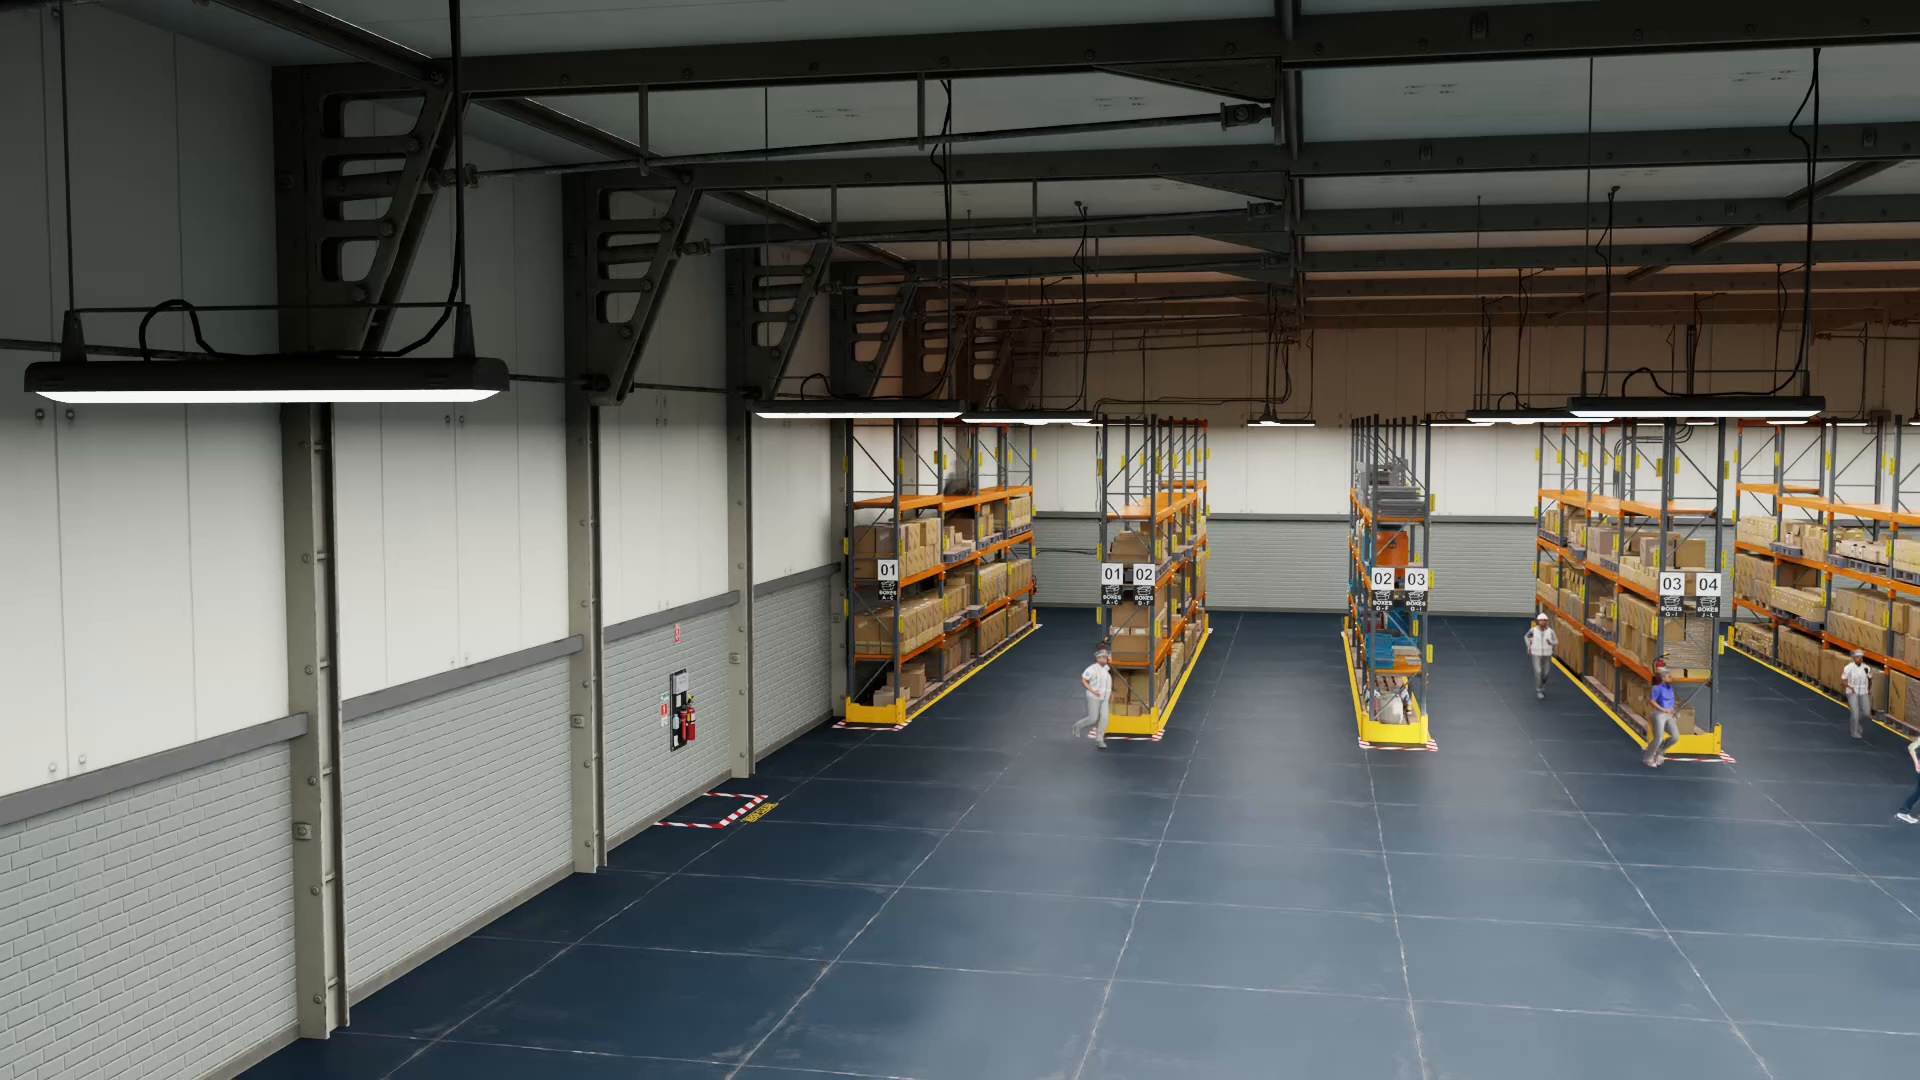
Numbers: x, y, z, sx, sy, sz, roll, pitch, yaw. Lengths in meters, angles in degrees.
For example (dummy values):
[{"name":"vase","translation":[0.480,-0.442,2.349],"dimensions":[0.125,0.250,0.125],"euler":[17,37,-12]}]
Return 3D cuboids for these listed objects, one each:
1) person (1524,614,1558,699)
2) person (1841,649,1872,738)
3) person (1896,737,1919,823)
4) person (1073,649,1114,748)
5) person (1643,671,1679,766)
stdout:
[{"name":"person","translation":[12.414,2.449,35.485],"dimensions":[0.655,1.761,0.959],"euler":[1,4,10]},{"name":"person","translation":[16.618,2.846,30.763],"dimensions":[0.550,1.649,0.544],"euler":[1,4,11]},{"name":"person","translation":[13.847,3.338,23.766],"dimensions":[0.783,1.637,0.498],"euler":[3,5,37]},{"name":"person","translation":[2.528,2.848,30.180],"dimensions":[0.720,1.731,0.852],"euler":[-3,5,-37]},{"name":"person","translation":[11.979,3.031,28.254],"dimensions":[0.636,1.615,0.560],"euler":[-2,4,-27]}]
